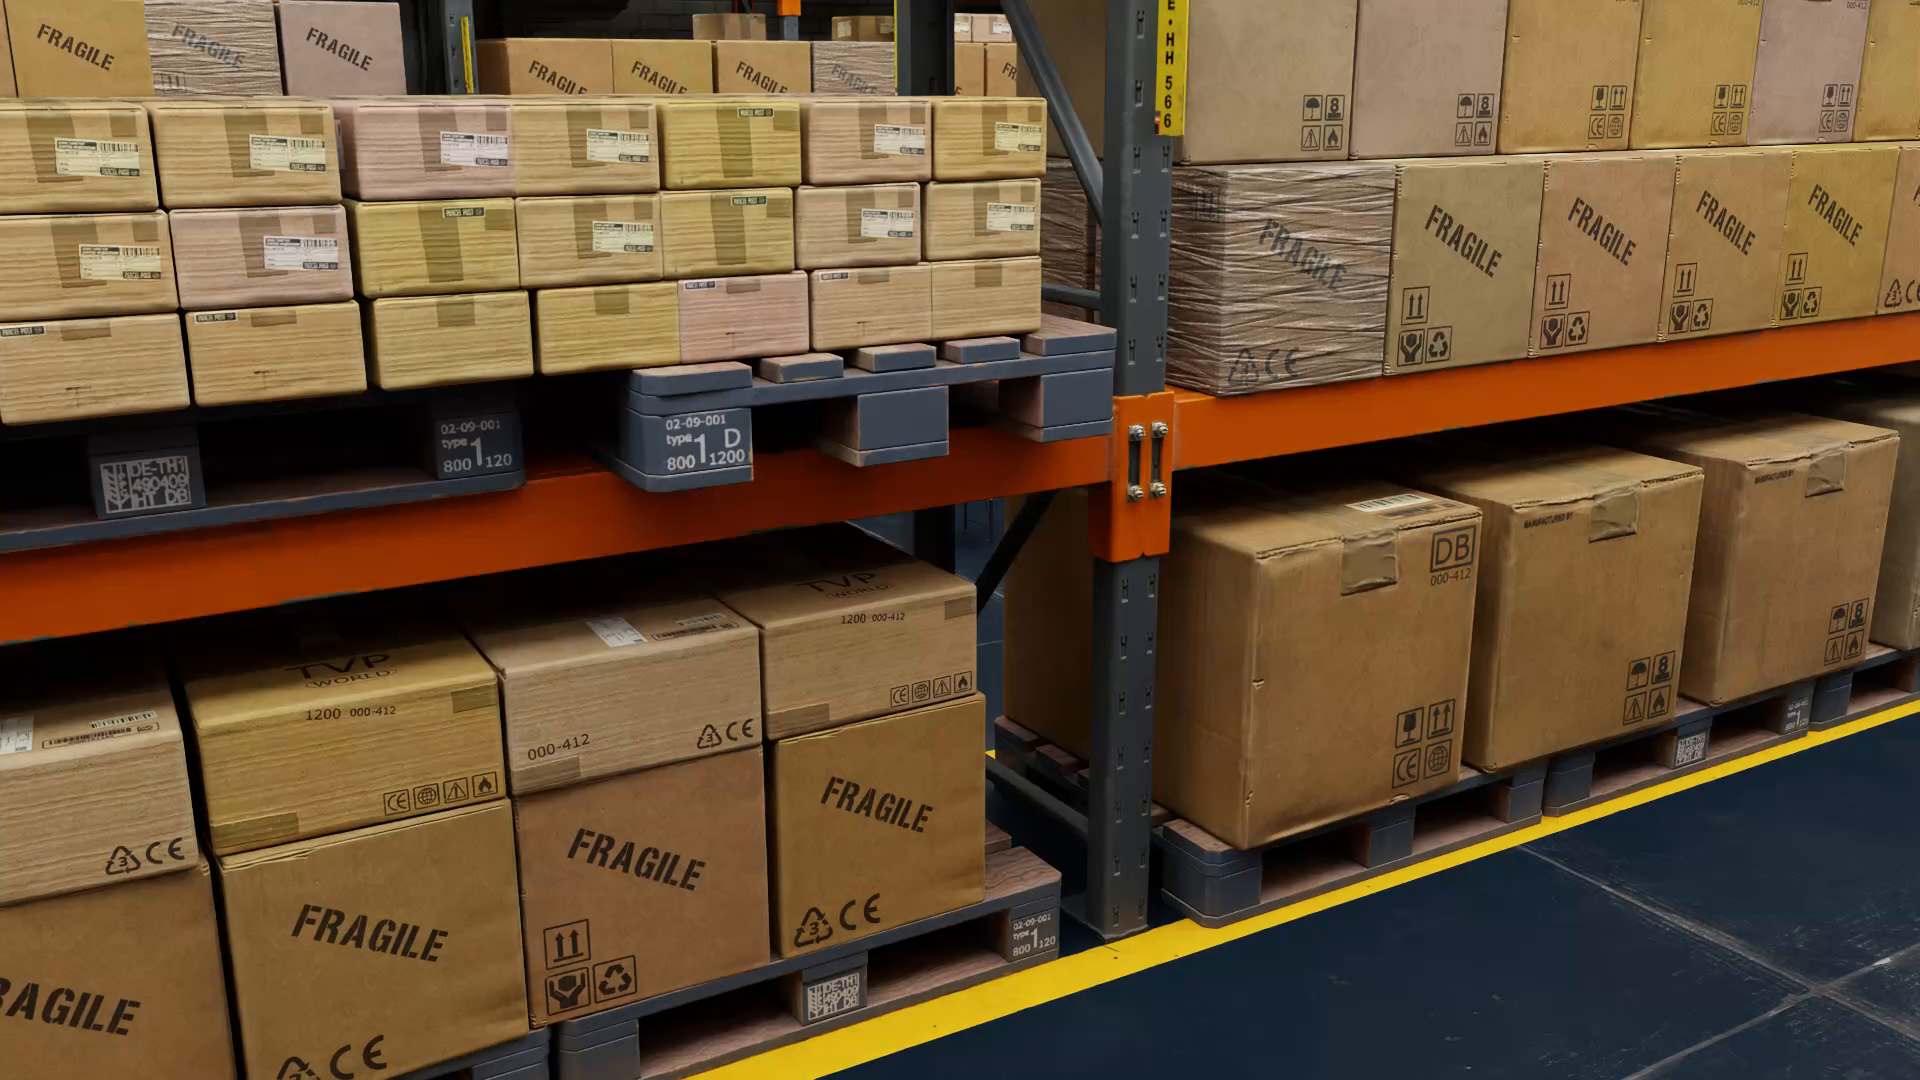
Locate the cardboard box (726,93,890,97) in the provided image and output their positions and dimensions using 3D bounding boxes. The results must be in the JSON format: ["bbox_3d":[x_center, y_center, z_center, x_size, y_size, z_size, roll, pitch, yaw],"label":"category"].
[{"bbox_3d":[-0.354,-0.951,3.830,0.250,0.149,0.380,-9,18,-30],"label":"cardboard box"}]

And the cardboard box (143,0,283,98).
[{"bbox_3d":[-3.235,-2.058,7.158,0.500,0.500,0.500,-9,18,-29],"label":"cardboard box"}]

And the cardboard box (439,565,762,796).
[{"bbox_3d":[-0.733,0.266,3.369,0.500,0.250,0.500,-9,18,-29],"label":"cardboard box"}]

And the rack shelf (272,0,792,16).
[{"bbox_3d":[-3.336,-4.258,12.819,4.000,0.370,1.077,-9,18,-30],"label":"rack shelf"}]

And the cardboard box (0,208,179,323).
[{"bbox_3d":[-1.369,-0.438,2.551,0.250,0.149,0.380,-10,18,-31],"label":"cardboard box"}]

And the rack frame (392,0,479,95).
[{"bbox_3d":[-2.490,-1.734,8.040,0.127,3.000,1.000,-9,18,-30],"label":"rack frame"}]

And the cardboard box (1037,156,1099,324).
[{"bbox_3d":[0.393,-0.776,4.436,0.500,0.500,0.500,-9,18,-30],"label":"cardboard box"}]

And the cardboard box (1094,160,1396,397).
[{"bbox_3d":[0.669,-0.651,3.990,0.500,0.500,0.500,-9,18,-29],"label":"cardboard box"}]

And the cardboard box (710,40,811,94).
[{"bbox_3d":[-1.091,-2.286,8.495,0.500,0.500,0.500,-9,18,-29],"label":"cardboard box"}]

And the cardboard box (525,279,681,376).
[{"bbox_3d":[-0.690,-0.406,2.987,0.250,0.149,0.380,-9,18,-30],"label":"cardboard box"}]

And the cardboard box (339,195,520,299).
[{"bbox_3d":[-0.925,-0.510,2.809,0.250,0.149,0.380,-9,18,-30],"label":"cardboard box"}]

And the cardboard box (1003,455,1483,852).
[{"bbox_3d":[0.714,0.214,4.479,0.750,0.750,1.050,-9,18,-30],"label":"cardboard box"}]

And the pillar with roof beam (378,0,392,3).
[{"bbox_3d":[-2.180,-5.165,9.162,0.400,9.000,9.100,-9,18,-30],"label":"pillar with roof beam"}]

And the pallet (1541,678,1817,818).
[{"bbox_3d":[1.905,0.479,5.310,1.213,0.211,1.003,-9,18,-30],"label":"pallet"}]

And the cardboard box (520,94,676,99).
[{"bbox_3d":[-0.792,-0.880,3.578,0.250,0.149,0.380,-9,18,-30],"label":"cardboard box"}]

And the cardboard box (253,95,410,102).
[{"bbox_3d":[-1.250,-0.806,3.312,0.250,0.149,0.380,-8,18,-27],"label":"cardboard box"}]

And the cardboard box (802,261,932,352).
[{"bbox_3d":[-0.254,-0.475,3.236,0.250,0.149,0.380,-9,18,-30],"label":"cardboard box"}]

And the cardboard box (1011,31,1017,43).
[{"bbox_3d":[0.353,-3.013,9.884,0.250,0.149,0.380,-9,18,-30],"label":"cardboard box"}]

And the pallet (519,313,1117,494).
[{"bbox_3d":[-0.411,-0.387,3.589,1.003,0.211,1.213,-9,18,-30],"label":"pallet"}]

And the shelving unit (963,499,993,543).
[{"bbox_3d":[-0.007,-0.432,7.284,0.210,0.900,0.258,-9,18,-30],"label":"shelving unit"}]

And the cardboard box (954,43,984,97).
[{"bbox_3d":[-0.209,-2.427,8.997,0.500,0.500,0.500,-9,18,-28],"label":"cardboard box"}]

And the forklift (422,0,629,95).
[{"bbox_3d":[-2.681,-2.422,10.618,3.031,2.935,1.130,-9,18,-29],"label":"forklift"}]

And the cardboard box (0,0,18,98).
[{"bbox_3d":[-4.101,-1.922,6.672,0.500,0.500,0.500,-10,18,-31],"label":"cardboard box"}]

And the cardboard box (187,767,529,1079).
[{"bbox_3d":[-1.176,0.699,3.213,0.500,0.500,0.500,-10,19,-32],"label":"cardboard box"}]

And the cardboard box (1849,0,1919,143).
[{"bbox_3d":[2.712,-1.546,5.331,0.500,0.500,0.700,-10,18,-31],"label":"cardboard box"}]

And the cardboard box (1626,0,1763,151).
[{"bbox_3d":[1.845,-1.406,4.832,0.500,0.500,0.700,-9,18,-30],"label":"cardboard box"}]

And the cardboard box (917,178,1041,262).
[{"bbox_3d":[-0.044,-0.654,3.320,0.250,0.149,0.380,-9,18,-29],"label":"cardboard box"}]

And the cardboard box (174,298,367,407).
[{"bbox_3d":[-1.143,-0.332,2.726,0.250,0.149,0.380,-9,18,-28],"label":"cardboard box"}]

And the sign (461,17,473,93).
[{"bbox_3d":[-2.202,-2.164,7.427,0.005,0.325,0.100,-9,18,-30],"label":"sign"}]

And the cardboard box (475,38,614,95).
[{"bbox_3d":[-1.986,-2.137,7.961,0.500,0.500,0.500,-10,18,-31],"label":"cardboard box"}]

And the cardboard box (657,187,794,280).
[{"bbox_3d":[-0.496,-0.579,3.054,0.250,0.149,0.380,-9,18,-28],"label":"cardboard box"}]

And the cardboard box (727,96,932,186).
[{"bbox_3d":[-0.255,-0.762,3.157,0.250,0.149,0.380,-9,18,-30],"label":"cardboard box"}]

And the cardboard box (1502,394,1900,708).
[{"bbox_3d":[2.260,-0.038,5.377,0.750,0.750,1.050,-9,18,-30],"label":"cardboard box"}]

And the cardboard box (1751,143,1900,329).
[{"bbox_3d":[2.398,-0.932,4.994,0.500,0.500,0.500,-9,18,-29],"label":"cardboard box"}]

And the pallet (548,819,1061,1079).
[{"bbox_3d":[-0.525,0.848,3.994,1.213,0.211,1.003,-9,18,-30],"label":"pallet"}]

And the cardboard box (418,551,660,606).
[{"bbox_3d":[-1.005,0.148,3.790,0.500,0.250,0.500,-9,18,-30],"label":"cardboard box"}]

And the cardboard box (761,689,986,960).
[{"bbox_3d":[-0.284,0.550,3.743,0.500,0.500,0.500,-9,18,-30],"label":"cardboard box"}]

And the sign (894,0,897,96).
[{"bbox_3d":[-0.143,-1.289,4.304,0.005,0.325,0.100,-9,18,-30],"label":"sign"}]

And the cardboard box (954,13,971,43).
[{"bbox_3d":[-0.148,-2.738,8.902,0.250,0.149,0.380,-10,19,-32],"label":"cardboard box"}]

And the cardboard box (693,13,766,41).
[{"bbox_3d":[-1.233,-2.733,8.886,0.250,0.149,0.380,-10,19,-32],"label":"cardboard box"}]

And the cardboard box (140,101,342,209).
[{"bbox_3d":[-1.148,-0.617,2.640,0.250,0.149,0.380,-8,18,-27],"label":"cardboard box"}]

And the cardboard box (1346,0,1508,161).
[{"bbox_3d":[0.968,-1.263,4.322,0.500,0.500,0.700,-10,18,-31],"label":"cardboard box"}]

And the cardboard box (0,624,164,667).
[{"bbox_3d":[-1.882,0.286,3.296,0.500,0.250,0.500,-10,19,-32],"label":"cardboard box"}]

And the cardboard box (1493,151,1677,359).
[{"bbox_3d":[1.536,-0.793,4.495,0.500,0.500,0.500,-9,18,-30],"label":"cardboard box"}]

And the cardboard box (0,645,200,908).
[{"bbox_3d":[-1.619,0.407,2.864,0.500,0.250,0.500,-8,18,-28],"label":"cardboard box"}]

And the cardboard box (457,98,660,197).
[{"bbox_3d":[-0.707,-0.688,2.892,0.250,0.149,0.380,-9,18,-28],"label":"cardboard box"}]

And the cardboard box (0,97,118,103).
[{"bbox_3d":[-1.692,-0.735,3.058,0.250,0.149,0.380,-10,18,-30],"label":"cardboard box"}]

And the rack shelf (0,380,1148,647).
[{"bbox_3d":[-1.569,0.021,3.109,4.000,0.370,1.077,-9,18,-30],"label":"rack shelf"}]
